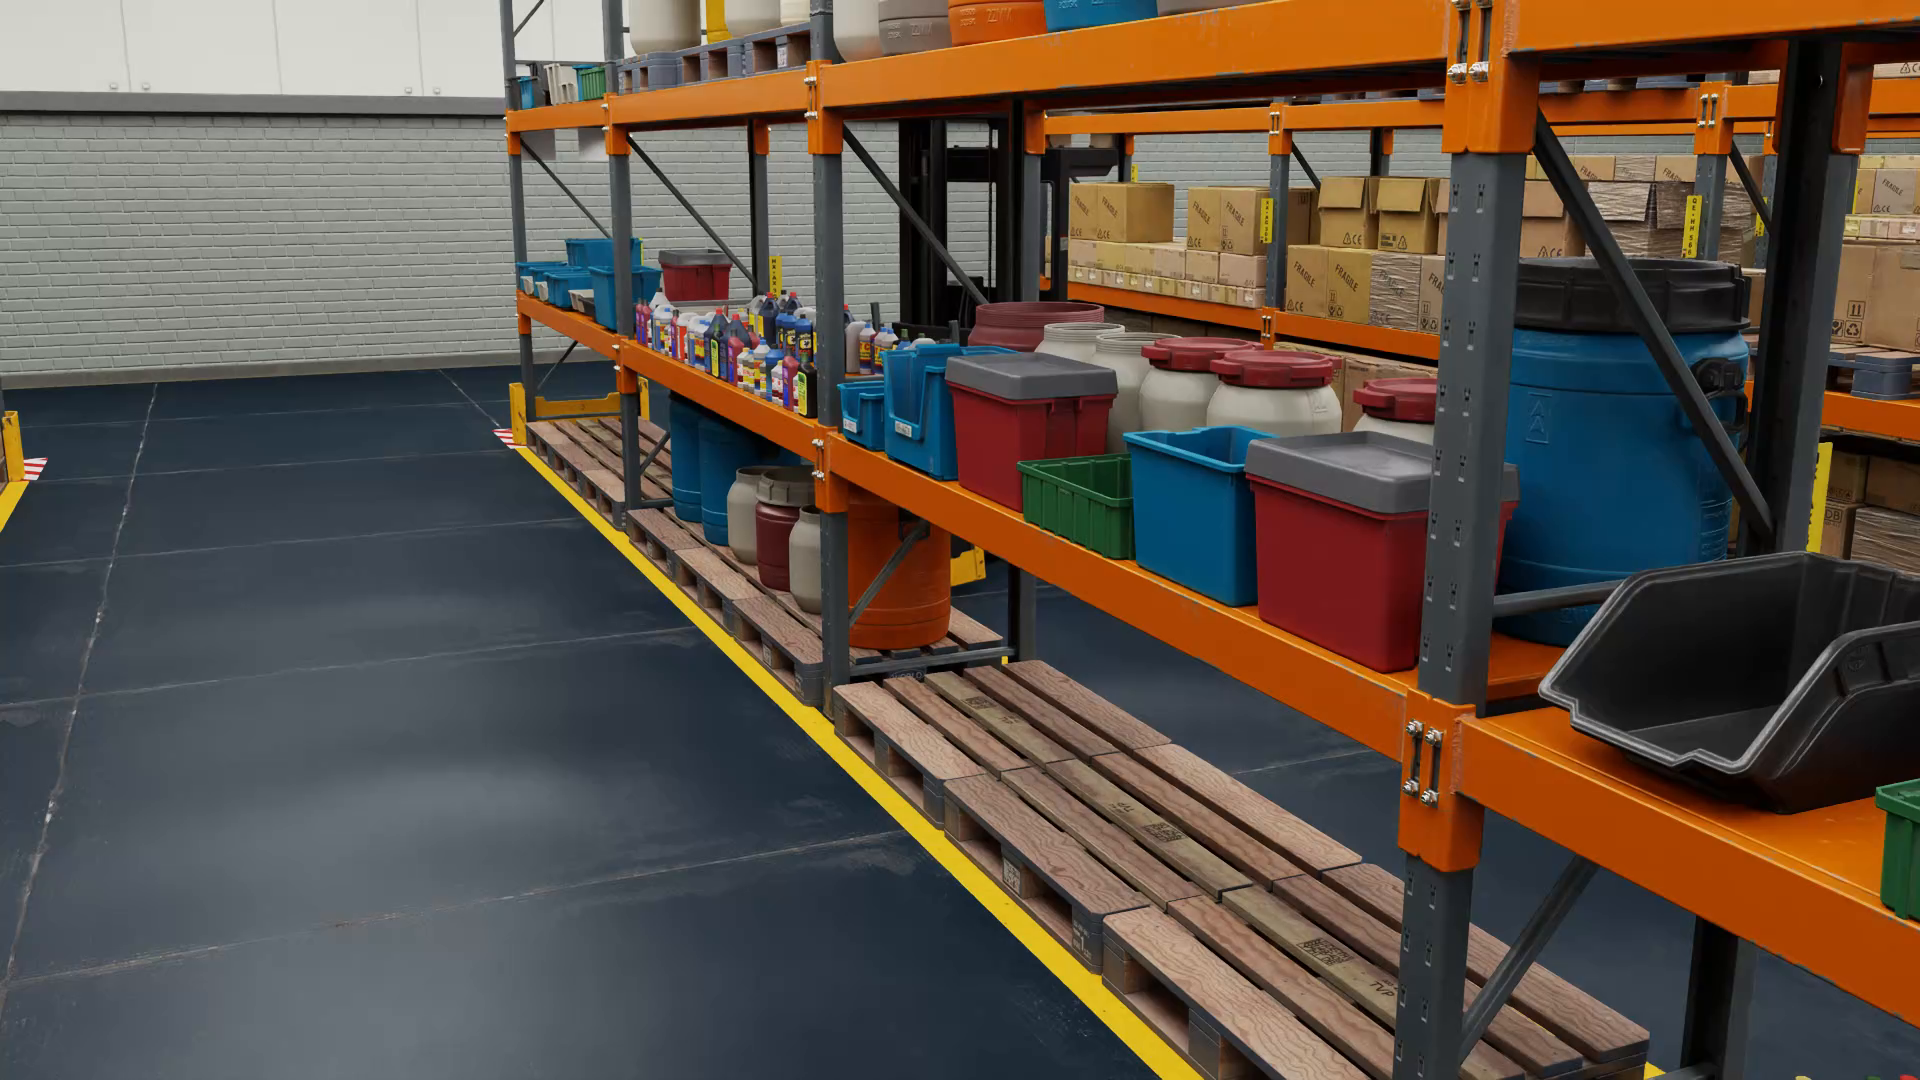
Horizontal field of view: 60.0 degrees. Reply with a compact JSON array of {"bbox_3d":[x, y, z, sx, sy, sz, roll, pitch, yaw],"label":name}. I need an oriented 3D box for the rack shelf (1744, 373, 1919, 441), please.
[{"bbox_3d":[5.208,-0.391,7.504,1.077,0.370,4.000,-6,14,-23],"label":"rack shelf"}]

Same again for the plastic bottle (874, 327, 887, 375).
[{"bbox_3d":[-0.401,-0.981,8.741,0.097,0.271,0.097,0,13,0],"label":"plastic bottle"}]

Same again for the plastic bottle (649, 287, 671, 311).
[{"bbox_3d":[-1.874,-1.400,10.375,0.144,0.351,0.185,-6,14,-23],"label":"plastic bottle"}]

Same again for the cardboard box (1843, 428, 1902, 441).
[{"bbox_3d":[7.656,-1.110,13.624,0.500,0.500,0.500,-5,14,-20],"label":"cardboard box"}]

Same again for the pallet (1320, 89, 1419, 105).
[{"bbox_3d":[3.217,-3.165,11.663,0.805,0.209,1.217,-6,14,-25],"label":"pallet"}]

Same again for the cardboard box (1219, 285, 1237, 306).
[{"bbox_3d":[2.278,-1.946,13.182,0.380,0.149,0.250,-5,14,-22],"label":"cardboard box"}]

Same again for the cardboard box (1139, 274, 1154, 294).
[{"bbox_3d":[1.766,-2.211,14.326,0.380,0.149,0.250,-5,14,-22],"label":"cardboard box"}]

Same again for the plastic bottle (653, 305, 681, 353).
[{"bbox_3d":[-1.751,-1.268,9.971,0.152,0.276,0.135,-6,14,-23],"label":"plastic bottle"}]

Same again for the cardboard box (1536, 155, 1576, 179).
[{"bbox_3d":[6.119,-3.586,16.612,0.500,0.500,0.500,-6,14,-24],"label":"cardboard box"}]

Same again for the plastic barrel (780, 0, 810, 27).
[{"bbox_3d":[-0.696,-2.515,7.805,0.301,0.262,0.301,0,13,0],"label":"plastic barrel"}]

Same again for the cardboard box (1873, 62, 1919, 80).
[{"bbox_3d":[4.567,-2.317,7.910,0.500,0.250,0.500,-5,14,-22],"label":"cardboard box"}]

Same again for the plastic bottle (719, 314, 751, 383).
[{"bbox_3d":[-1.168,-1.001,8.654,0.144,0.351,0.185,-6,14,-23],"label":"plastic bottle"}]

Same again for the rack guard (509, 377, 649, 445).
[{"bbox_3d":[-3.358,-1.146,14.715,1.175,0.500,0.348,-6,14,-23],"label":"rack guard"}]

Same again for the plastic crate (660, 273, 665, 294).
[{"bbox_3d":[-2.177,-1.838,12.287,0.437,0.282,0.530,-6,14,-23],"label":"plastic crate"}]

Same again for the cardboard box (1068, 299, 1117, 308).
[{"bbox_3d":[1.531,-1.852,16.002,0.875,0.875,0.875,-6,14,-23],"label":"cardboard box"}]

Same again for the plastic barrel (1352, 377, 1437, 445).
[{"bbox_3d":[1.288,-0.165,4.629,0.433,0.535,0.433,0,13,0],"label":"plastic barrel"}]

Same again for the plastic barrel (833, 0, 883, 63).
[{"bbox_3d":[-0.288,-2.132,6.527,0.421,0.512,0.421,0,13,0],"label":"plastic barrel"}]

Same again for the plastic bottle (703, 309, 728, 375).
[{"bbox_3d":[-1.296,-1.067,8.938,0.144,0.351,0.185,-6,14,-23],"label":"plastic bottle"}]

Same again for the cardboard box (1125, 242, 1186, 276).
[{"bbox_3d":[1.773,-2.438,14.424,0.500,0.250,0.500,-6,14,-24],"label":"cardboard box"}]

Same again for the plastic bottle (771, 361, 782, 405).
[{"bbox_3d":[-0.846,-0.749,7.895,0.097,0.201,0.097,0,13,0],"label":"plastic bottle"}]

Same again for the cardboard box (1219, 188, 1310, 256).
[{"bbox_3d":[2.375,-2.489,12.984,0.500,0.500,0.500,-5,14,-21],"label":"cardboard box"}]

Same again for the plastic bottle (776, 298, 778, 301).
[{"bbox_3d":[-1.146,-1.381,10.445,0.061,0.283,0.133,-6,14,-23],"label":"plastic bottle"}]

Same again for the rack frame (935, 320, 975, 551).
[{"bbox_3d":[-0.175,-0.439,9.250,0.500,1.500,0.032,-13,19,-25],"label":"rack frame"}]

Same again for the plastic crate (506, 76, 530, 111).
[{"bbox_3d":[-3.438,-3.653,13.641,0.497,0.269,0.590,-6,14,-23],"label":"plastic crate"}]

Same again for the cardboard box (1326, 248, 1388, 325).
[{"bbox_3d":[2.961,-1.809,11.811,0.500,0.500,0.500,-6,14,-23],"label":"cardboard box"}]

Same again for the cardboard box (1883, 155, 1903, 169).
[{"bbox_3d":[10.615,-4.242,18.670,0.380,0.149,0.250,-5,14,-22],"label":"cardboard box"}]

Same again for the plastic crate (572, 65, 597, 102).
[{"bbox_3d":[-2.391,-3.073,11.215,0.416,0.233,0.300,-6,14,-23],"label":"plastic crate"}]

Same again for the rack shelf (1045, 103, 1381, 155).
[{"bbox_3d":[2.003,-3.506,14.307,1.077,0.370,4.000,-6,14,-23],"label":"rack shelf"}]

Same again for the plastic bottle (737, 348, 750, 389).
[{"bbox_3d":[-1.080,-0.870,8.417,0.097,0.201,0.097,0,13,0],"label":"plastic bottle"}]

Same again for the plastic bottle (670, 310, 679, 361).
[{"bbox_3d":[-1.622,-1.179,9.572,0.061,0.283,0.133,-6,14,-23],"label":"plastic bottle"}]

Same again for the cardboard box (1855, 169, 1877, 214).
[{"bbox_3d":[10.427,-4.008,19.095,0.500,0.500,0.500,-6,14,-24],"label":"cardboard box"}]

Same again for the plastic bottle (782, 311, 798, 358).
[{"bbox_3d":[-0.985,-1.197,9.673,0.097,0.271,0.097,0,13,0],"label":"plastic bottle"}]

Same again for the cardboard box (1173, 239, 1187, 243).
[{"bbox_3d":[2.046,-2.594,15.097,0.500,0.250,0.500,-6,14,-25],"label":"cardboard box"}]

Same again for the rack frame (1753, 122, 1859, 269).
[{"bbox_3d":[7.389,-2.409,14.624,1.000,3.000,0.127,-6,14,-23],"label":"rack frame"}]

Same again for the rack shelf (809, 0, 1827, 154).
[{"bbox_3d":[0.669,-1.405,5.233,1.077,0.370,4.000,-6,14,-23],"label":"rack shelf"}]

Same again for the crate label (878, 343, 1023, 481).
[{"bbox_3d":[0.018,-0.495,6.279,0.502,0.435,0.616,-6,14,-23],"label":"crate label"}]

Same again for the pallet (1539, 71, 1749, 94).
[{"bbox_3d":[4.100,-2.653,9.445,1.213,0.211,1.003,-5,14,-20],"label":"pallet"}]

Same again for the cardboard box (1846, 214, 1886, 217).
[{"bbox_3d":[7.729,-2.715,14.256,0.380,0.149,0.250,-5,14,-20],"label":"cardboard box"}]

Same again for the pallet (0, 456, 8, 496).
[{"bbox_3d":[-7.526,-0.375,12.022,1.003,0.211,1.213,-6,14,-23],"label":"pallet"}]

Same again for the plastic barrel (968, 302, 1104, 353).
[{"bbox_3d":[0.332,-0.705,6.964,0.600,0.536,0.708,-6,14,-23],"label":"plastic barrel"}]

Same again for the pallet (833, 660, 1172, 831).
[{"bbox_3d":[0.143,0.814,6.883,1.003,0.211,1.213,-6,14,-23],"label":"pallet"}]

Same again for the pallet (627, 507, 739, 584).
[{"bbox_3d":[-1.463,-0.012,10.455,1.003,0.211,1.213,-6,14,-23],"label":"pallet"}]

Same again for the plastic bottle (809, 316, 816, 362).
[{"bbox_3d":[-0.785,-1.166,9.531,0.152,0.276,0.135,-6,14,-23],"label":"plastic bottle"}]

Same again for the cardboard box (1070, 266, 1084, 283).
[{"bbox_3d":[1.249,-2.477,15.475,0.380,0.149,0.250,-6,14,-24],"label":"cardboard box"}]

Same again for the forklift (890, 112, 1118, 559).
[{"bbox_3d":[0.347,-1.545,11.044,1.130,2.935,3.031,9,16,33],"label":"forklift"}]

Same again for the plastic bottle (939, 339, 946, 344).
[{"bbox_3d":[-0.099,-0.841,8.112,0.061,0.283,0.133,-6,14,-23],"label":"plastic bottle"}]

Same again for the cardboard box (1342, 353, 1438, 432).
[{"bbox_3d":[3.437,-0.836,11.610,1.225,0.875,0.875,-6,14,-25],"label":"cardboard box"}]

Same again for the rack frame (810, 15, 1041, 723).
[{"bbox_3d":[-0.132,-0.708,7.275,1.000,3.000,0.127,-6,14,-23],"label":"rack frame"}]

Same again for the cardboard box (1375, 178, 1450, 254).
[{"bbox_3d":[3.332,-2.245,11.470,0.797,0.503,0.637,-5,14,-22],"label":"cardboard box"}]

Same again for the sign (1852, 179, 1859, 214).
[{"bbox_3d":[7.896,-3.024,14.713,0.100,0.325,0.005,-6,14,-23],"label":"sign"}]

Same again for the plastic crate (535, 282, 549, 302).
[{"bbox_3d":[-3.215,-1.967,13.166,0.250,0.136,0.298,-6,14,-23],"label":"plastic crate"}]

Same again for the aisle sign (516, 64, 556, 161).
[{"bbox_3d":[-3.637,-3.615,14.072,0.394,0.787,0.004,-6,14,-23],"label":"aisle sign"}]

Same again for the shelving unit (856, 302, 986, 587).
[{"bbox_3d":[-0.418,-0.555,9.692,0.587,1.500,1.083,-13,19,-25],"label":"shelving unit"}]

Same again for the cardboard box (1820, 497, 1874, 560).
[{"bbox_3d":[4.693,-0.015,8.850,0.700,0.500,0.500,-6,15,-26],"label":"cardboard box"}]

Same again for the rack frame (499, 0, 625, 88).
[{"bbox_3d":[-3.336,-5.283,13.740,1.000,3.000,0.127,-6,14,-23],"label":"rack frame"}]

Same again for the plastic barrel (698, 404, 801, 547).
[{"bbox_3d":[-1.248,-0.456,9.911,0.600,0.901,0.708,-6,14,-23],"label":"plastic barrel"}]
